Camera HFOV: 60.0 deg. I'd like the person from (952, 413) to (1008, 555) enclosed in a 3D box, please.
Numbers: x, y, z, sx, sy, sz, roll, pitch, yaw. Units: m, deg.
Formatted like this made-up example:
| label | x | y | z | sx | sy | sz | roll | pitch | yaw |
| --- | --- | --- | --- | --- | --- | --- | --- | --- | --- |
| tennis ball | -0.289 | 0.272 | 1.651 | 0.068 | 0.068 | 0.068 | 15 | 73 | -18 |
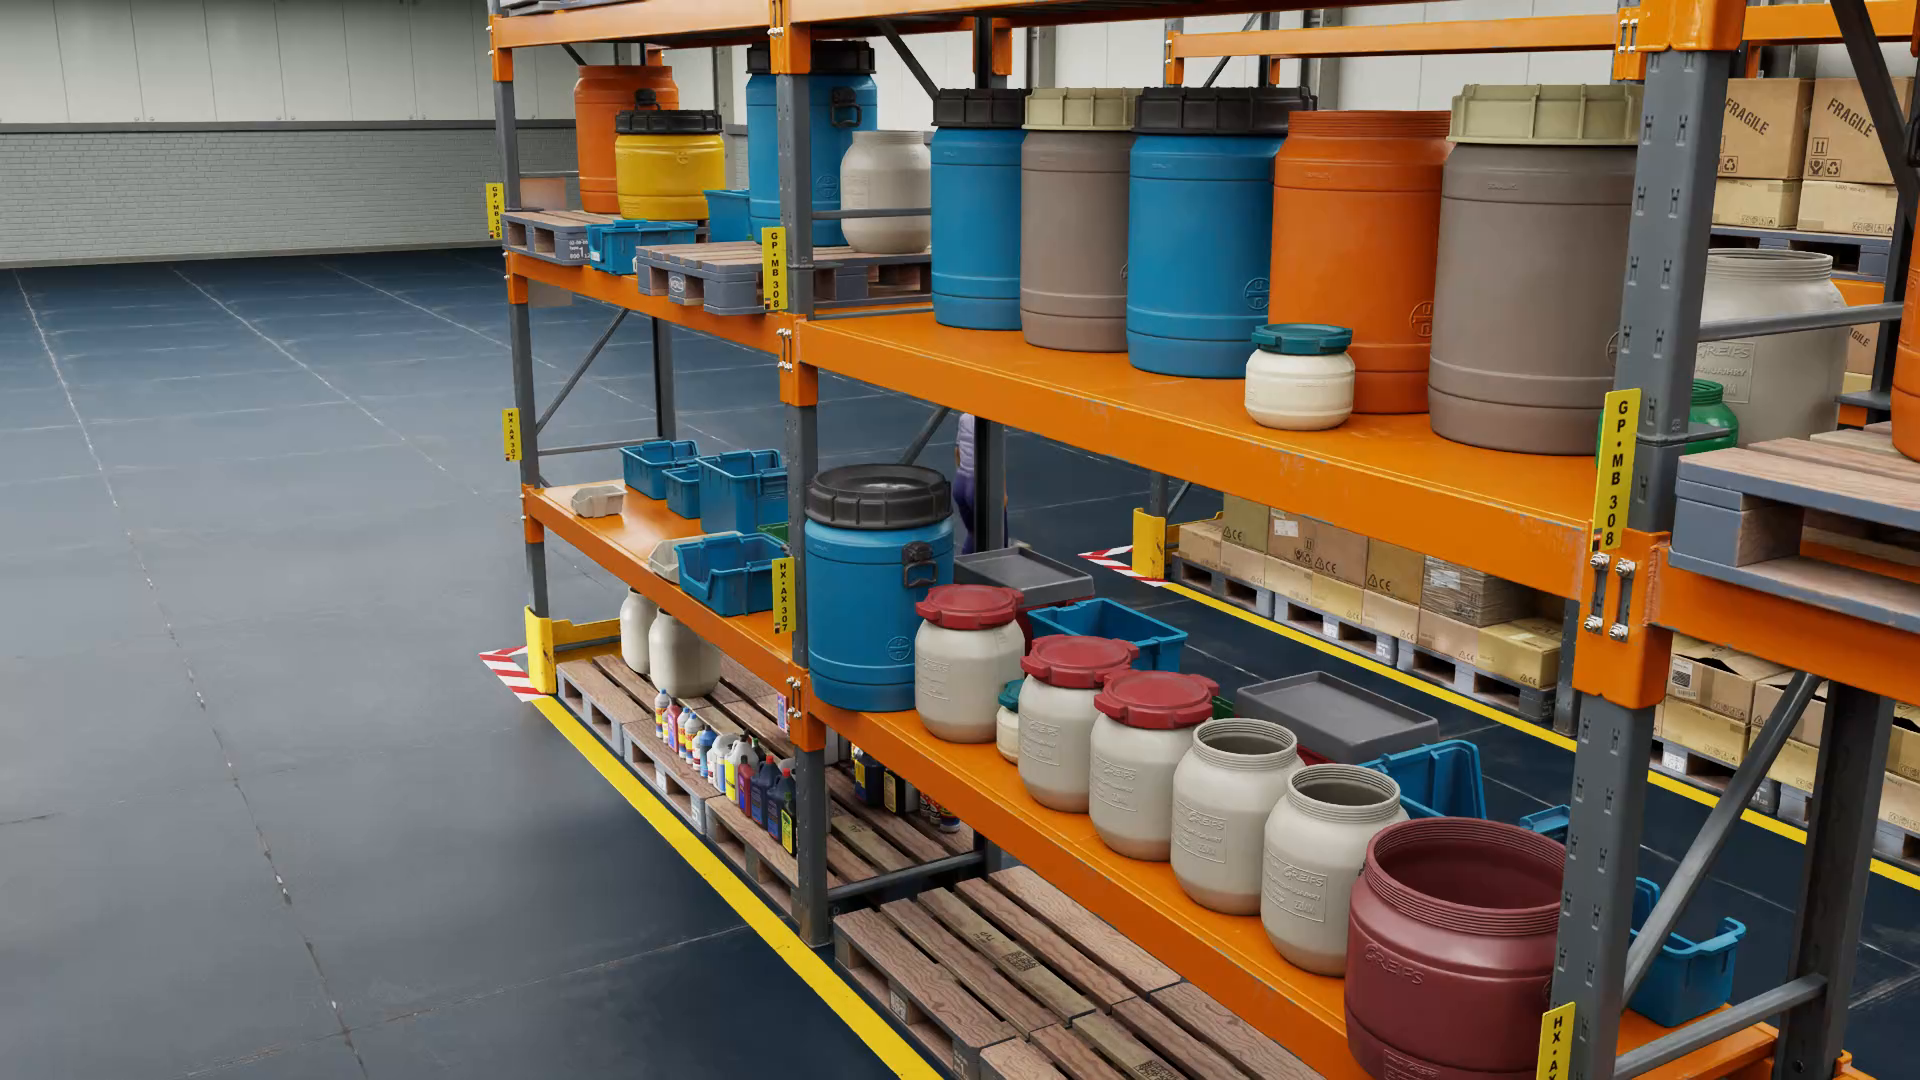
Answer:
| label | x | y | z | sx | sy | sz | roll | pitch | yaw |
| --- | --- | --- | --- | --- | --- | --- | --- | --- | --- |
| person | 0.171 | -0.365 | 12.408 | 0.376 | 1.646 | 0.549 | -10 | 18 | -32 |
